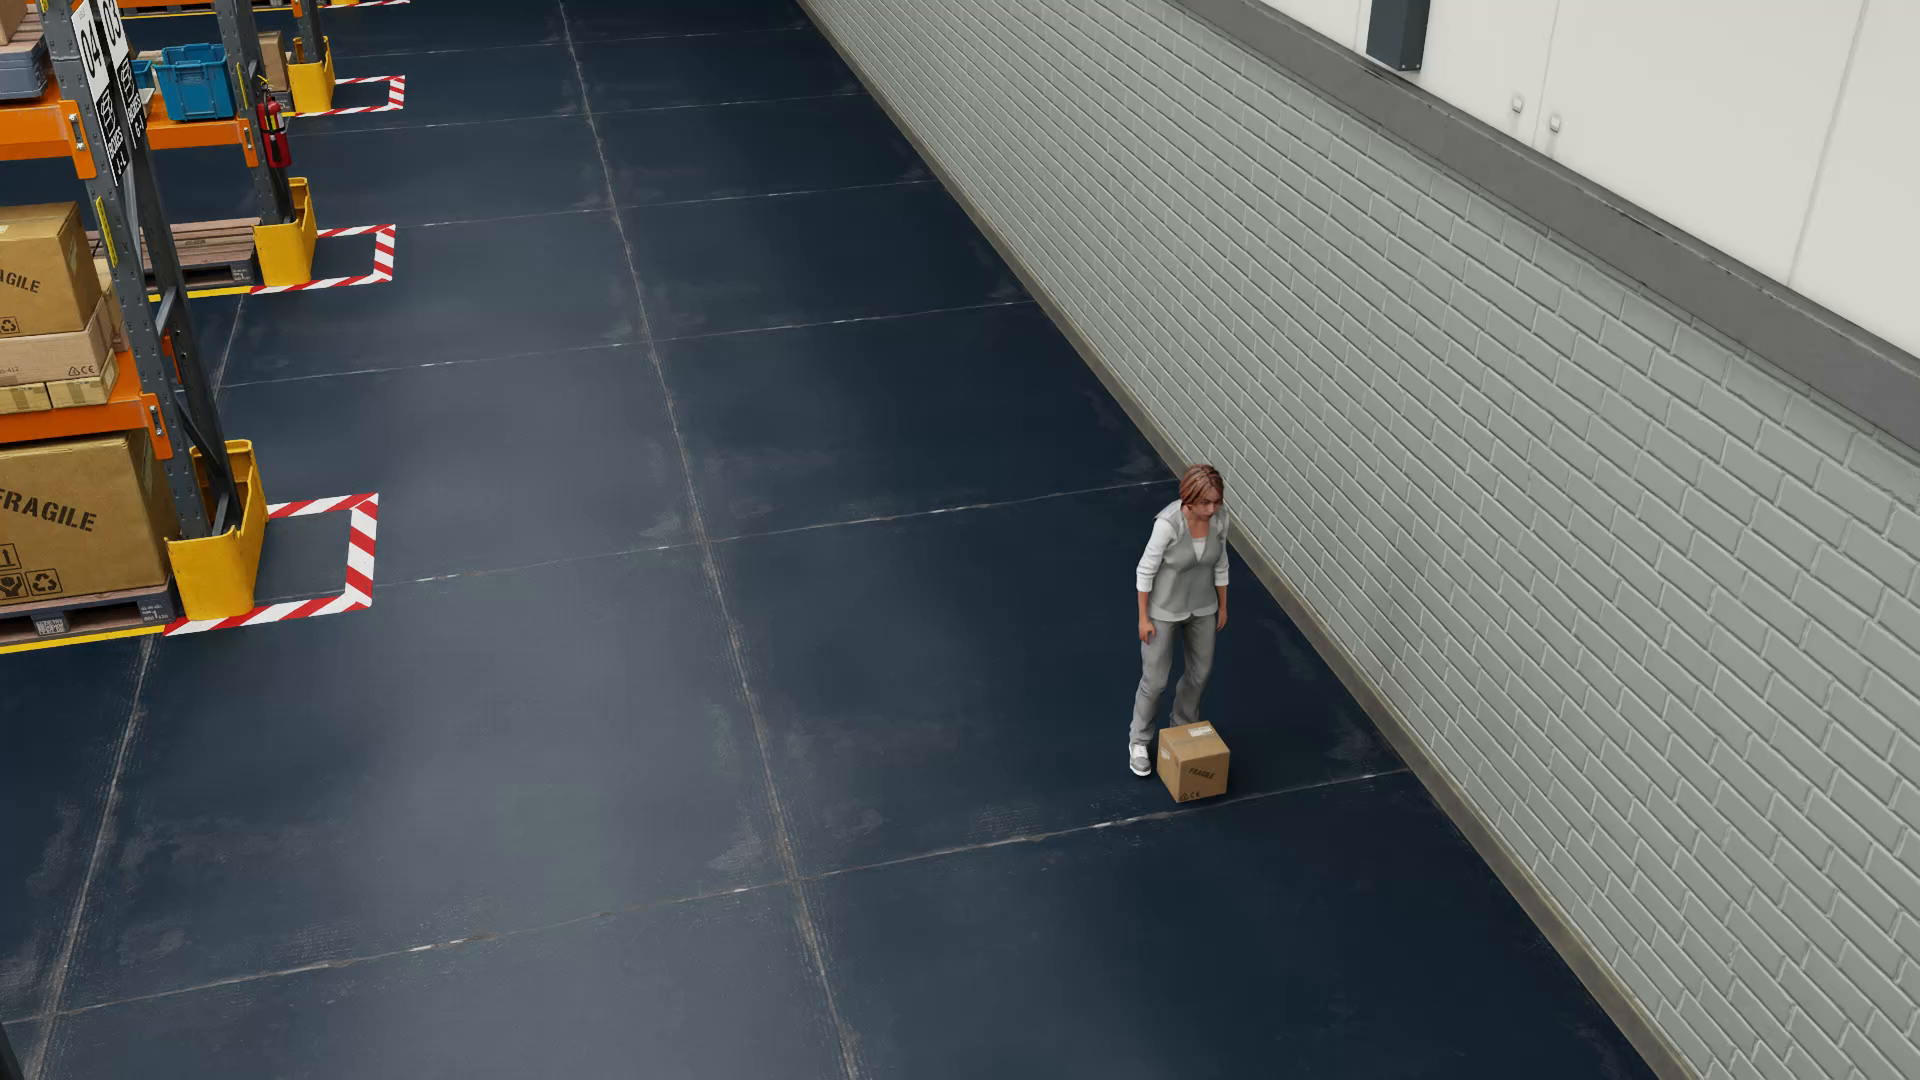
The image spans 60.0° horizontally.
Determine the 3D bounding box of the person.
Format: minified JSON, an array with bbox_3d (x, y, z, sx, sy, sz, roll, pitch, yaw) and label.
[{"bbox_3d":[1.019,0.342,7.663,0.477,1.592,0.349,-10,32,-16],"label":"person"}]
